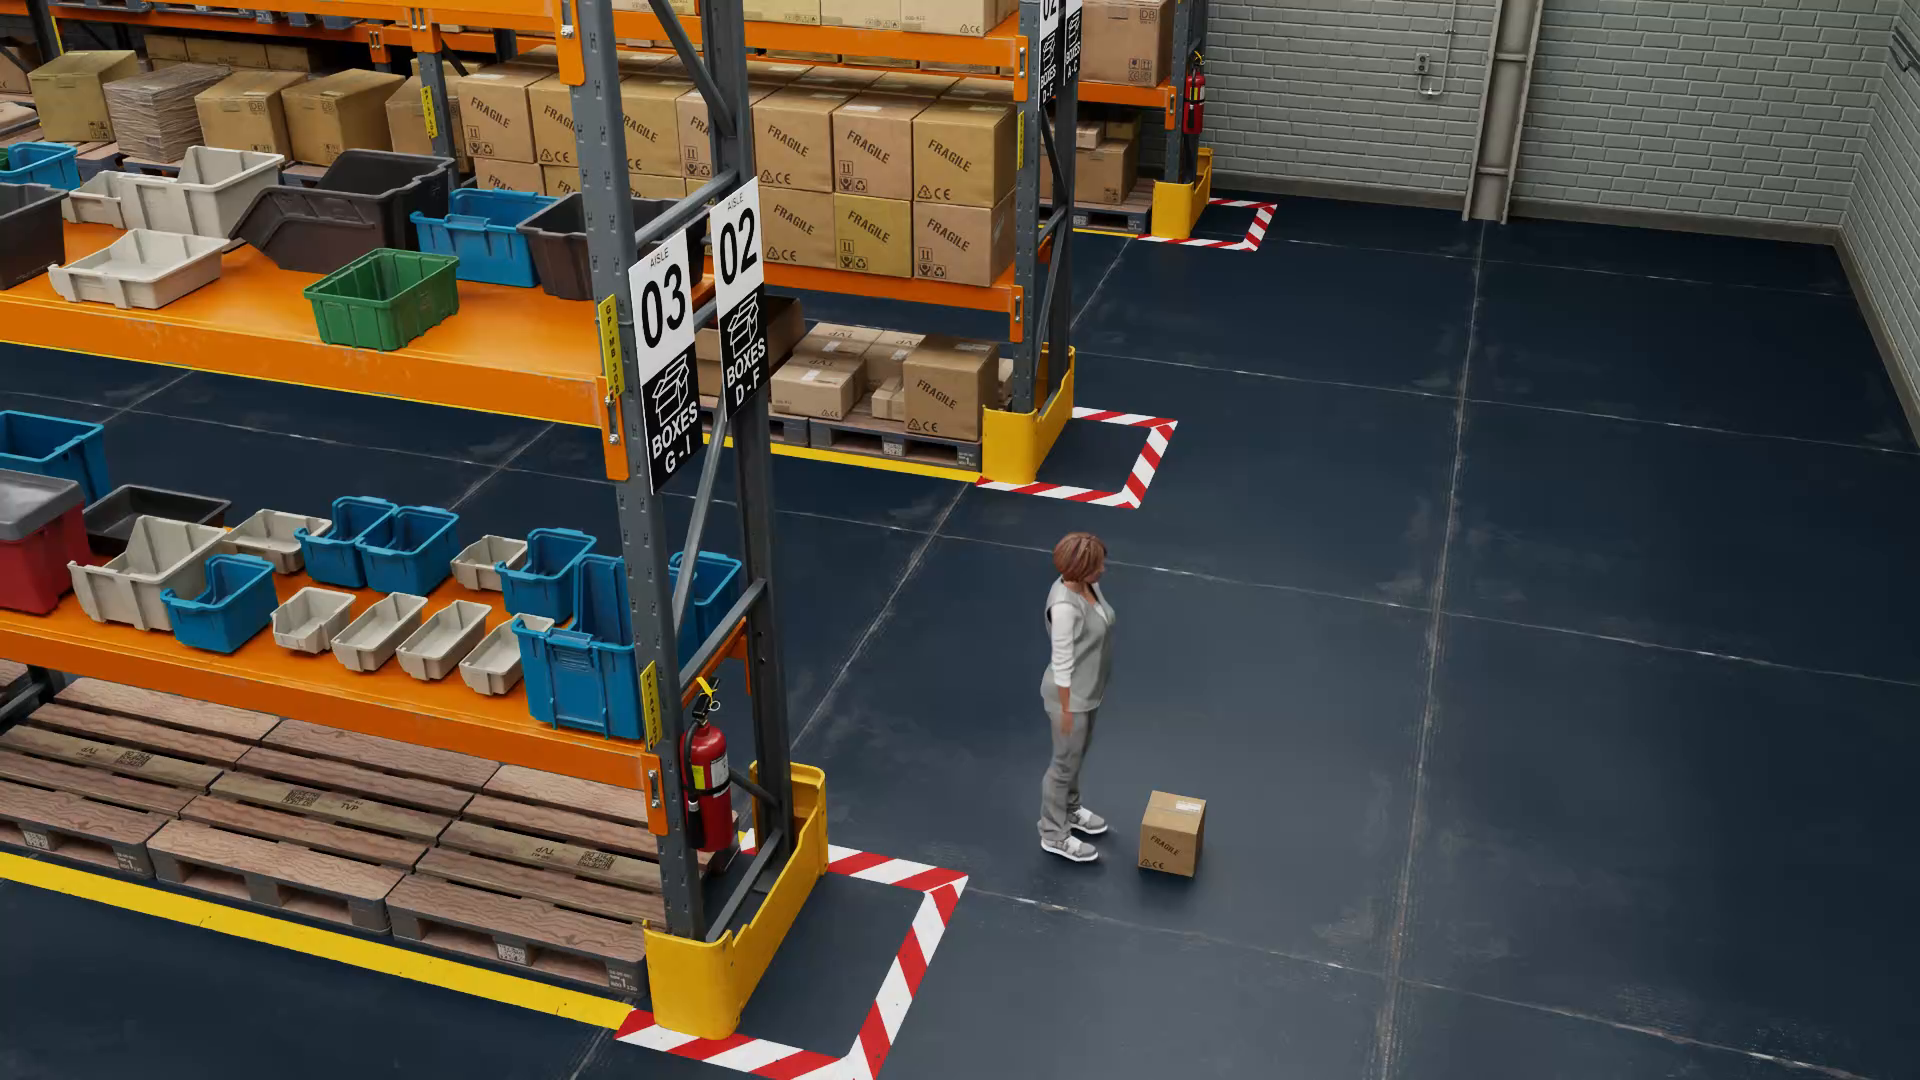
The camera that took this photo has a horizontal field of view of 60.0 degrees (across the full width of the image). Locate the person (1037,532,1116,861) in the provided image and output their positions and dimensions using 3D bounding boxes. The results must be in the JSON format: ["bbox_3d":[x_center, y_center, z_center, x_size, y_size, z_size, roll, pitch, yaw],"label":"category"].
[{"bbox_3d":[0.519,0.676,7.321,0.315,1.589,0.408,9,31,16],"label":"person"}]
